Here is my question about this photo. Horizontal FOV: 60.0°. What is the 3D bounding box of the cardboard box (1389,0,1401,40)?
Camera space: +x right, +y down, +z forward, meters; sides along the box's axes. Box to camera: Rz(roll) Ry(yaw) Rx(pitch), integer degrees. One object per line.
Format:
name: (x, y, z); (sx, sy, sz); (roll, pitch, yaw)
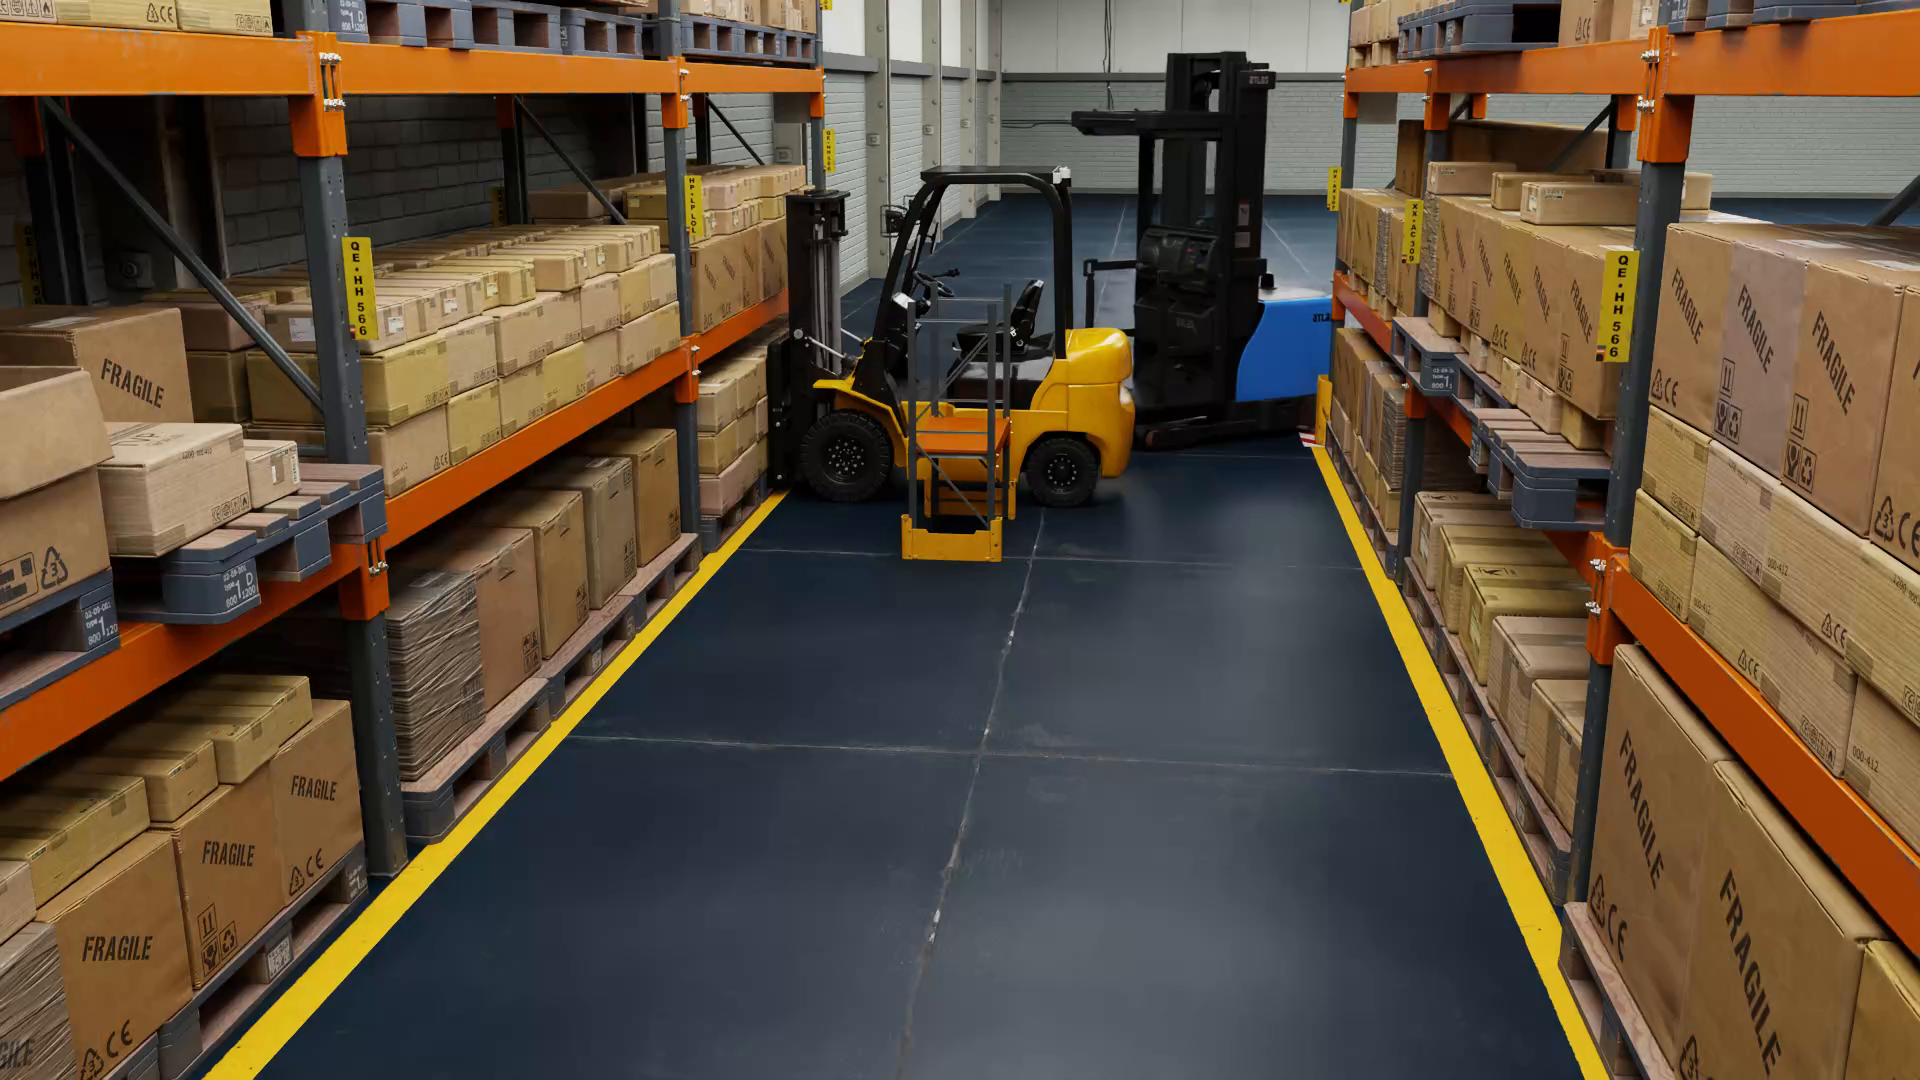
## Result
cardboard box: (2.834, -3.092, 9.820); (0.500, 0.250, 0.500); (1, 15, 5)

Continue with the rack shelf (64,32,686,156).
rack shelf: (-2.234, -1.914, 7.127); (1.077, 0.370, 4.000); (2, 15, 6)

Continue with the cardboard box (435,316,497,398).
cardboard box: (-2.109, -0.702, 6.340); (0.500, 0.250, 0.500); (2, 15, 8)

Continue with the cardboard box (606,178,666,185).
cardboard box: (-2.096, -2.260, 10.771); (0.380, 0.149, 0.250); (2, 15, 6)

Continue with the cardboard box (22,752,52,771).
cardboard box: (-2.834, 0.657, 4.728); (0.380, 0.149, 0.250); (2, 15, 7)

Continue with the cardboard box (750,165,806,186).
cardboard box: (-1.388, -2.776, 12.677); (0.380, 0.149, 0.250); (2, 15, 6)

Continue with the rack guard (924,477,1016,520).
rack guard: (0.065, -0.270, 10.680); (0.587, 0.250, 0.087); (2, 15, 6)

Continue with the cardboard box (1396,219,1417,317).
cardboard box: (2.727, -1.502, 9.208); (0.500, 0.500, 0.500); (1, 15, 5)

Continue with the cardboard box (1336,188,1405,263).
cardboard box: (3.046, -2.302, 12.167); (0.500, 0.500, 0.500); (1, 15, 5)

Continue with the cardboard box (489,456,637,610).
cardboard box: (-2.151, -0.052, 8.353); (0.875, 0.625, 0.625); (2, 15, 6)

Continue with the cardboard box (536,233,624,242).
cardboard box: (-1.918, -1.469, 8.415); (0.380, 0.149, 0.250); (2, 15, 6)

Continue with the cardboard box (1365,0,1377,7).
cardboard box: (2.928, -3.658, 11.152); (0.380, 0.149, 0.250); (2, 15, 6)

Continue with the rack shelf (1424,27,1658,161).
rack shelf: (2.698, -1.769, 6.590); (1.077, 0.370, 4.000); (2, 15, 6)

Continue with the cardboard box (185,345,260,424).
cardboard box: (-2.685, -0.589, 5.922); (0.500, 0.250, 0.500); (2, 15, 8)

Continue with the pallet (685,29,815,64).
pallet: (-1.663, -3.593, 12.125); (1.003, 0.211, 1.213); (2, 15, 6)

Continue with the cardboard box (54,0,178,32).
cardboard box: (-2.333, -1.400, 4.134); (0.500, 0.250, 0.500); (2, 15, 6)

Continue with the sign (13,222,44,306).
sign: (-3.012, -0.869, 5.413); (0.100, 0.325, 0.005); (2, 15, 6)

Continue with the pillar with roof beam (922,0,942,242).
pillar with roof beam: (3.777, -9.654, 28.623); (9.100, 9.000, 0.400); (2, 15, 6)

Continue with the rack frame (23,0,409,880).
rack frame: (-2.460, -0.295, 5.507); (1.000, 3.000, 0.127); (2, 15, 6)

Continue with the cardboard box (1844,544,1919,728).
cardboard box: (1.972, 0.199, 3.007); (0.500, 0.250, 0.500); (2, 15, 7)

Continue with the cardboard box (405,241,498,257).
cardboard box: (-2.434, -1.346, 7.957); (0.380, 0.149, 0.250); (2, 15, 6)

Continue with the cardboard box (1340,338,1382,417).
cardboard box: (2.953, -1.119, 11.581); (0.500, 0.500, 0.500); (1, 15, 4)

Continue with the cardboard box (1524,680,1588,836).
cardboard box: (2.546, 0.770, 5.799); (0.950, 0.372, 0.625); (1, 15, 2)

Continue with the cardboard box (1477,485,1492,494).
cardboard box: (3.259, -0.208, 9.647); (0.500, 0.250, 0.500); (1, 15, 4)

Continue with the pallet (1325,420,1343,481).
pallet: (3.240, -0.649, 12.159); (1.003, 0.211, 1.213); (2, 15, 6)

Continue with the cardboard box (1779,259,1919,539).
cardboard box: (2.054, -0.297, 3.408); (0.500, 0.500, 0.500); (2, 15, 8)

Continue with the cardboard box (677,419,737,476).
cardboard box: (-1.647, -0.566, 10.013); (0.500, 0.250, 0.500); (2, 15, 6)

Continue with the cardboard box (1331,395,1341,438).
cardboard box: (3.009, -0.899, 12.203); (0.500, 0.250, 0.500); (2, 15, 6)

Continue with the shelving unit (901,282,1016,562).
shelving unit: (0.009, -0.744, 10.039); (0.587, 1.500, 1.083); (2, 15, 6)

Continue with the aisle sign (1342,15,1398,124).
aisle sign: (3.074, -3.505, 12.397); (0.394, 0.787, 0.004); (2, 15, 6)

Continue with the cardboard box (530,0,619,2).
cardboard box: (-1.831, -2.616, 7.829); (0.380, 0.149, 0.250); (2, 15, 6)

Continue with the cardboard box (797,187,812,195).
cardboard box: (-1.317, -2.566, 12.471); (0.380, 0.149, 0.250); (2, 15, 7)

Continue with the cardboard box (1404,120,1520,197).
cardboard box: (3.470, -2.629, 11.462); (0.700, 0.500, 0.500); (2, 15, 7)

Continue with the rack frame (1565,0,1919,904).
rack frame: (2.473, -0.150, 4.970); (1.000, 3.000, 0.127); (2, 15, 6)

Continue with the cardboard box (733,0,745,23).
cardboard box: (-1.539, -3.343, 10.292); (0.396, 0.266, 0.258); (1, 15, 5)

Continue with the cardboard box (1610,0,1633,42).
cardboard box: (2.589, -1.892, 5.473); (0.700, 0.500, 0.500); (2, 15, 6)

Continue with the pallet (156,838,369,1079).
pallet: (-2.582, 1.244, 5.159); (1.003, 0.211, 1.213); (2, 15, 6)

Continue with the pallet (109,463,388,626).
pallet: (-2.467, -0.025, 4.874); (1.213, 0.211, 1.003); (2, 15, 6)

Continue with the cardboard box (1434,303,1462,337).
cardboard box: (2.511, -1.070, 8.050); (0.380, 0.149, 0.250); (2, 15, 7)

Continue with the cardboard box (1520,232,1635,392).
cardboard box: (2.295, -0.805, 5.826); (0.500, 0.500, 0.500); (1, 15, 5)

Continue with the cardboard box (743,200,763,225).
cardboard box: (-1.517, -2.169, 11.004); (0.380, 0.149, 0.250); (1, 15, 5)

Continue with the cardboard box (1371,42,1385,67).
cardboard box: (2.873, -3.140, 10.762); (0.380, 0.149, 0.250); (2, 15, 7)

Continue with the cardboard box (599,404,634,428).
cardboard box: (-2.145, -0.824, 10.010); (0.500, 0.250, 0.500); (2, 15, 7)

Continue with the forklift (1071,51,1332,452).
forklift: (1.506, -2.245, 12.849); (3.031, 2.935, 1.130); (-8, 17, -28)

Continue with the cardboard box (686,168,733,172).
cardboard box: (-1.886, -2.658, 12.242); (0.380, 0.149, 0.250); (2, 15, 7)

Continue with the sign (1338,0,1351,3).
sign: (2.836, -4.111, 12.196); (0.100, 0.325, 0.005); (2, 15, 6)

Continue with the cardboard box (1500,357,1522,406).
cardboard box: (2.271, -0.598, 6.305); (0.380, 0.149, 0.250); (2, 15, 7)

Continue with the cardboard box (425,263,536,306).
cardboard box: (-1.996, -1.065, 6.922); (0.380, 0.149, 0.250); (2, 15, 7)

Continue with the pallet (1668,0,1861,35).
pallet: (2.453, -1.338, 3.979); (1.213, 0.211, 1.003); (2, 15, 9)

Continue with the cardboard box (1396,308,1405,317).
cardboard box: (2.679, -1.223, 9.421); (0.380, 0.149, 0.250); (2, 15, 8)

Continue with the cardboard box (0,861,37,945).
cardboard box: (-2.441, 0.874, 3.923); (0.380, 0.149, 0.250); (1, 15, 4)

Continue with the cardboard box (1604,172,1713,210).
cardboard box: (3.024, -1.518, 7.219); (0.380, 0.149, 0.250); (1, 15, 4)

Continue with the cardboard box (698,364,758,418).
cardboard box: (-1.574, -0.939, 10.436); (0.500, 0.250, 0.500); (2, 15, 6)

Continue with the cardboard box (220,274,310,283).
cardboard box: (-2.658, -0.949, 6.491); (0.380, 0.149, 0.250); (1, 15, 5)

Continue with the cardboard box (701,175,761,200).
cardboard box: (-1.555, -2.378, 11.205); (0.380, 0.149, 0.250); (2, 15, 7)

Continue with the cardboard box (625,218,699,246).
cardboard box: (-1.711, -1.769, 9.523); (0.380, 0.149, 0.250); (1, 15, 5)

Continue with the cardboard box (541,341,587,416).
cardboard box: (-1.994, -0.729, 7.399); (0.500, 0.250, 0.500); (2, 15, 8)

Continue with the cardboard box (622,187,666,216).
cardboard box: (-1.756, -1.982, 9.743); (0.380, 0.149, 0.250); (2, 15, 7)
